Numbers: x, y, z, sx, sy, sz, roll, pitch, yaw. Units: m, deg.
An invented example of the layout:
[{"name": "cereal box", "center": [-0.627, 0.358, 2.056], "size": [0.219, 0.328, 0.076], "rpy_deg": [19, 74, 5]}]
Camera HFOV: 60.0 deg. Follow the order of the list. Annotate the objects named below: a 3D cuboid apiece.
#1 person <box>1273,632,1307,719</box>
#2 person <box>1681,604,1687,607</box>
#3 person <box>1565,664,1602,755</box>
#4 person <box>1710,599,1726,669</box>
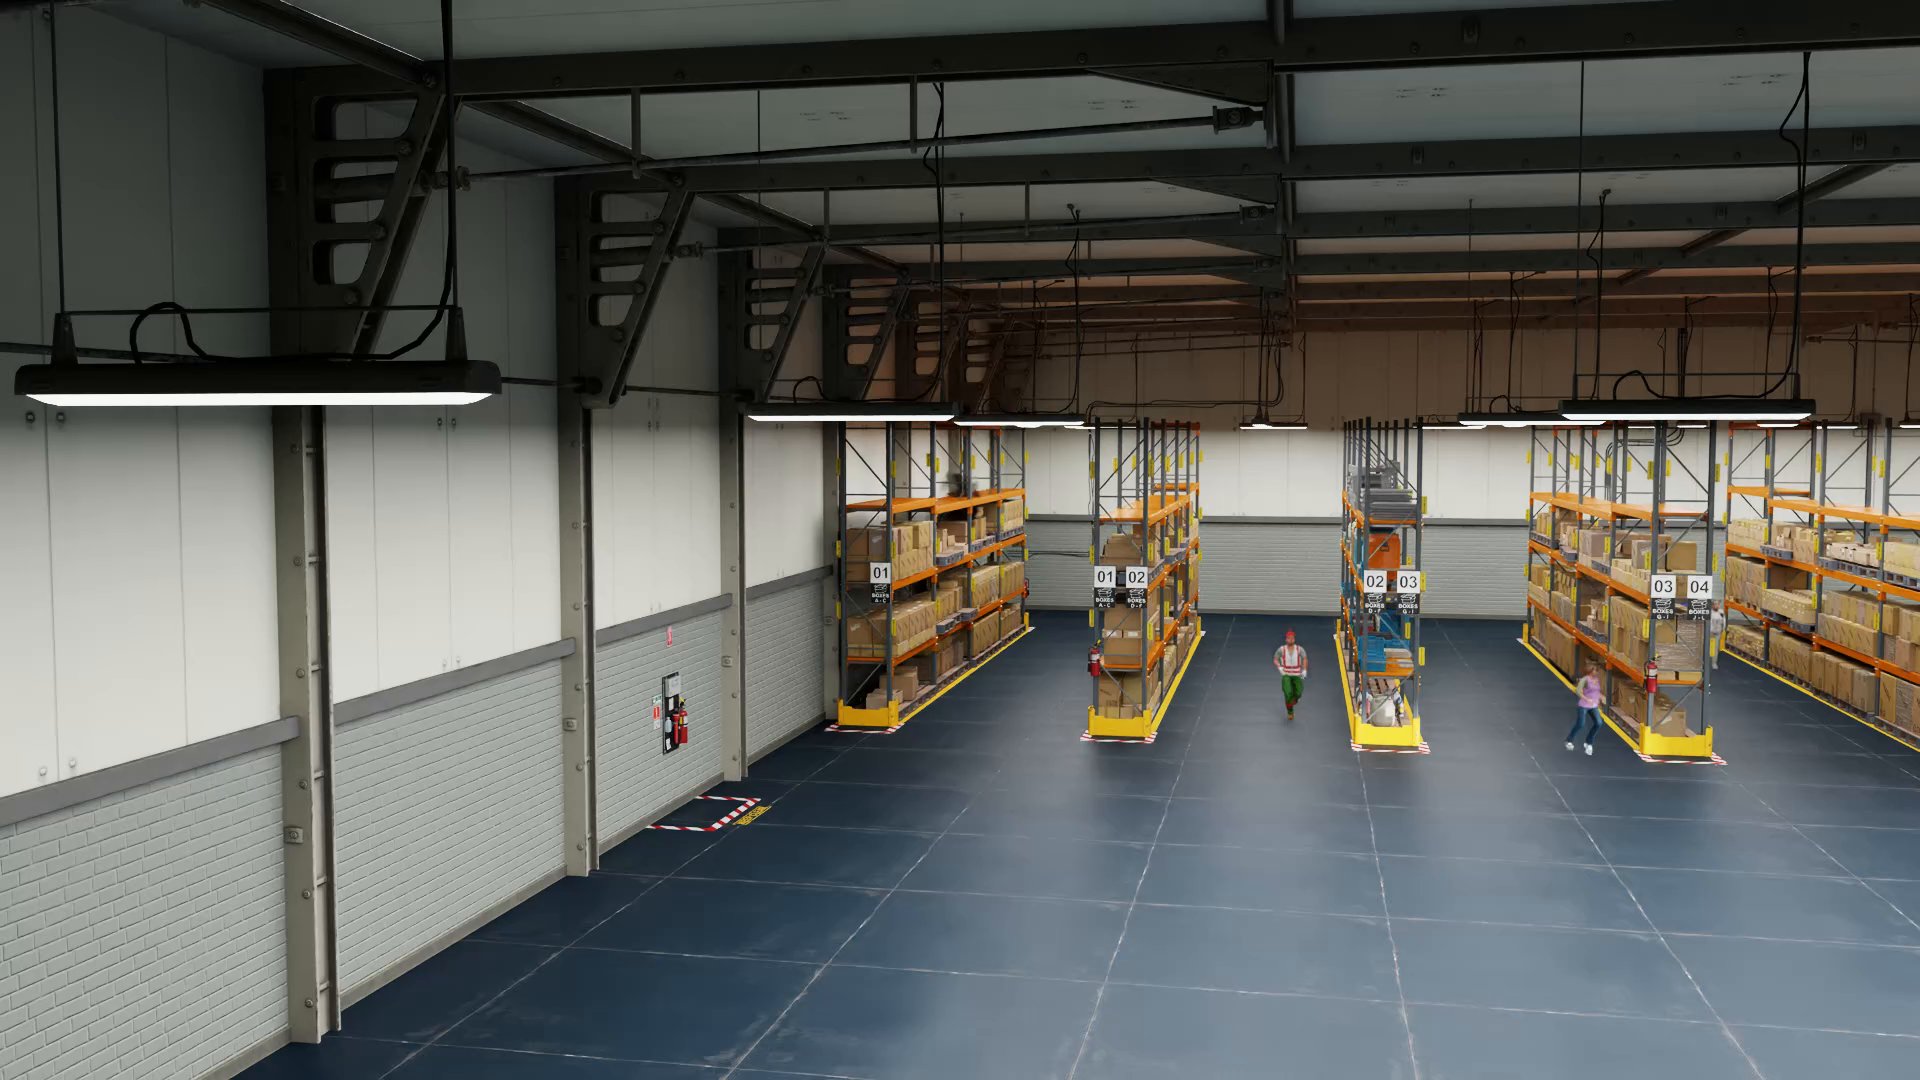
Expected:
[{"name": "person", "center": [6.635, 2.703, 33.377], "size": [0.676, 1.724, 0.614], "rpy_deg": [0, 4, 2]}, {"name": "person", "center": [18.930, 2.122, 43.301], "size": [0.580, 1.637, 0.710], "rpy_deg": [1, 4, 14]}, {"name": "person", "center": [11.246, 3.010, 29.771], "size": [0.606, 1.597, 0.623], "rpy_deg": [-1, 4, -19]}, {"name": "person", "center": [18.375, 2.261, 40.548], "size": [0.639, 1.687, 0.891], "rpy_deg": [0, 4, 6]}]
